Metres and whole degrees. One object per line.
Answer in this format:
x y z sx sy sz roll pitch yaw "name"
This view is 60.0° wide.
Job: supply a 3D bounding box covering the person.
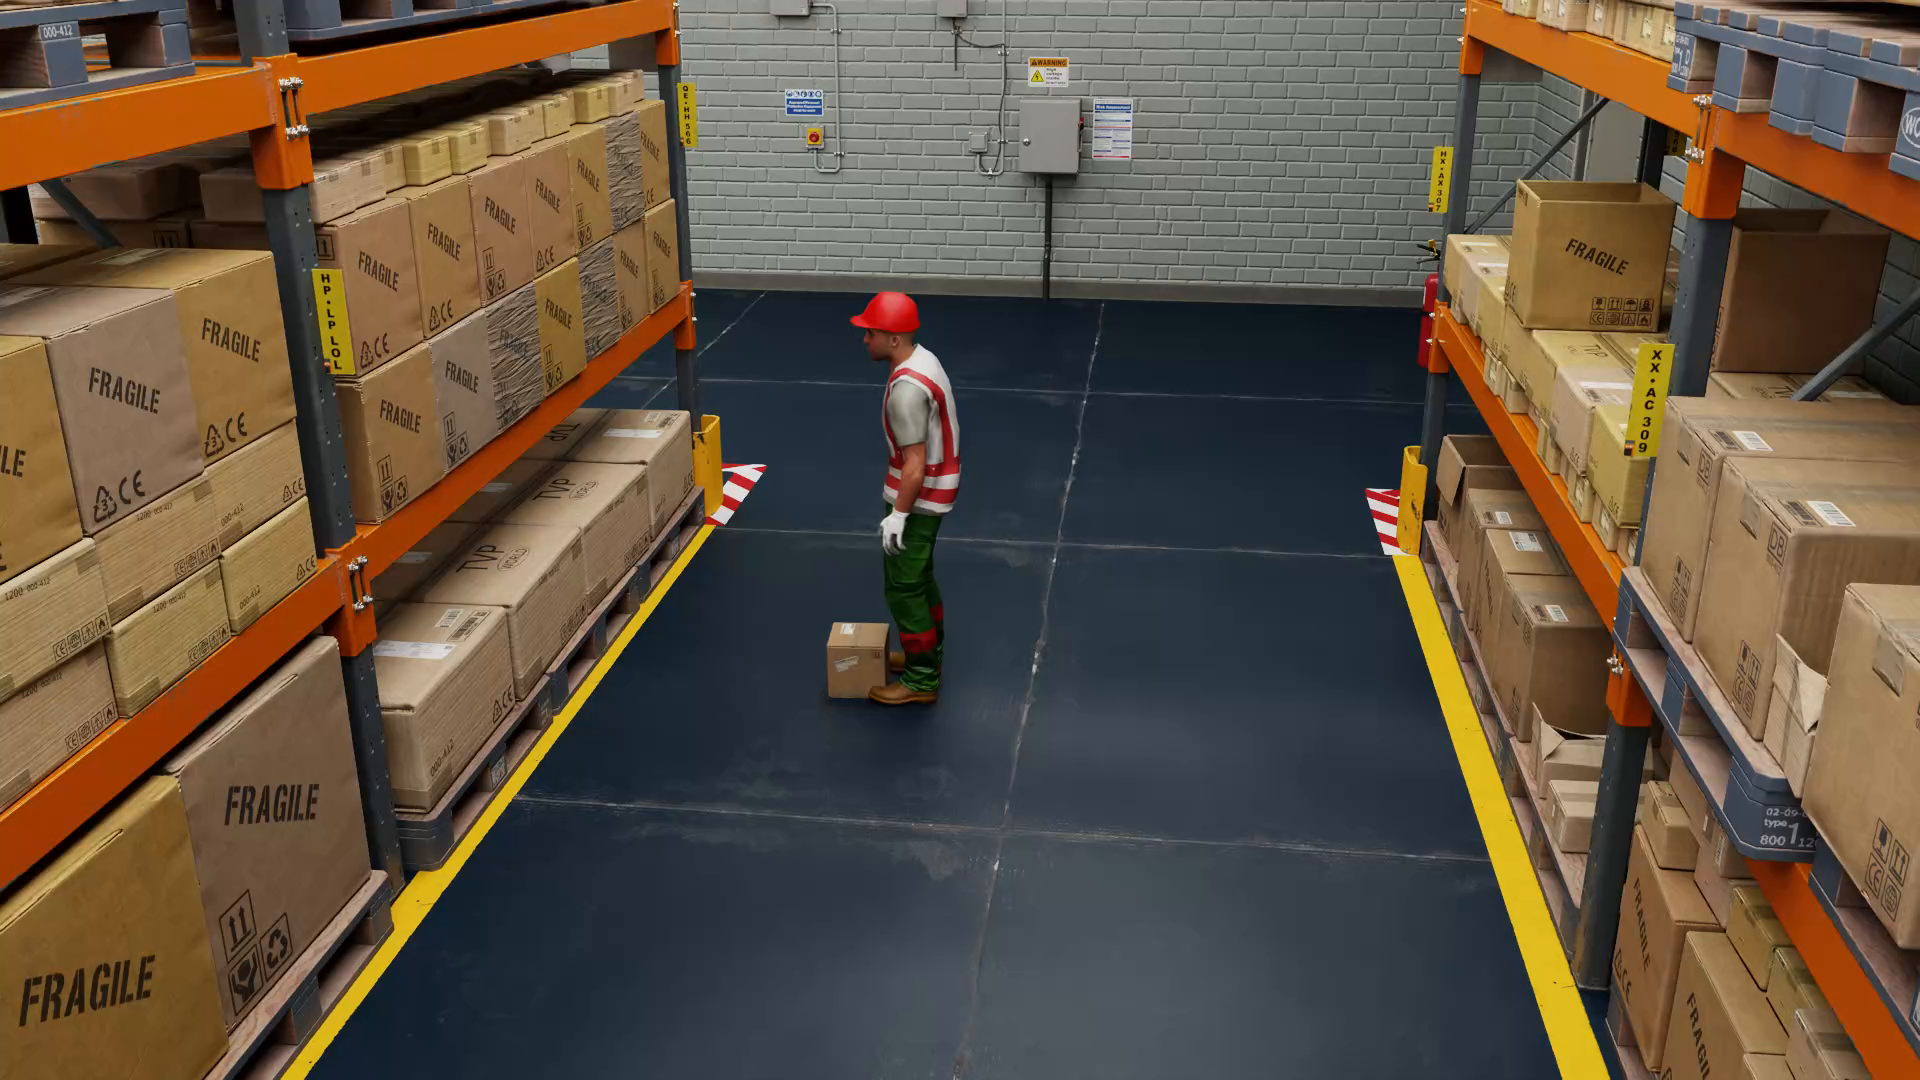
-0.215 -0.176 7.020 0.452 1.778 0.607 3 21 7 "person"
